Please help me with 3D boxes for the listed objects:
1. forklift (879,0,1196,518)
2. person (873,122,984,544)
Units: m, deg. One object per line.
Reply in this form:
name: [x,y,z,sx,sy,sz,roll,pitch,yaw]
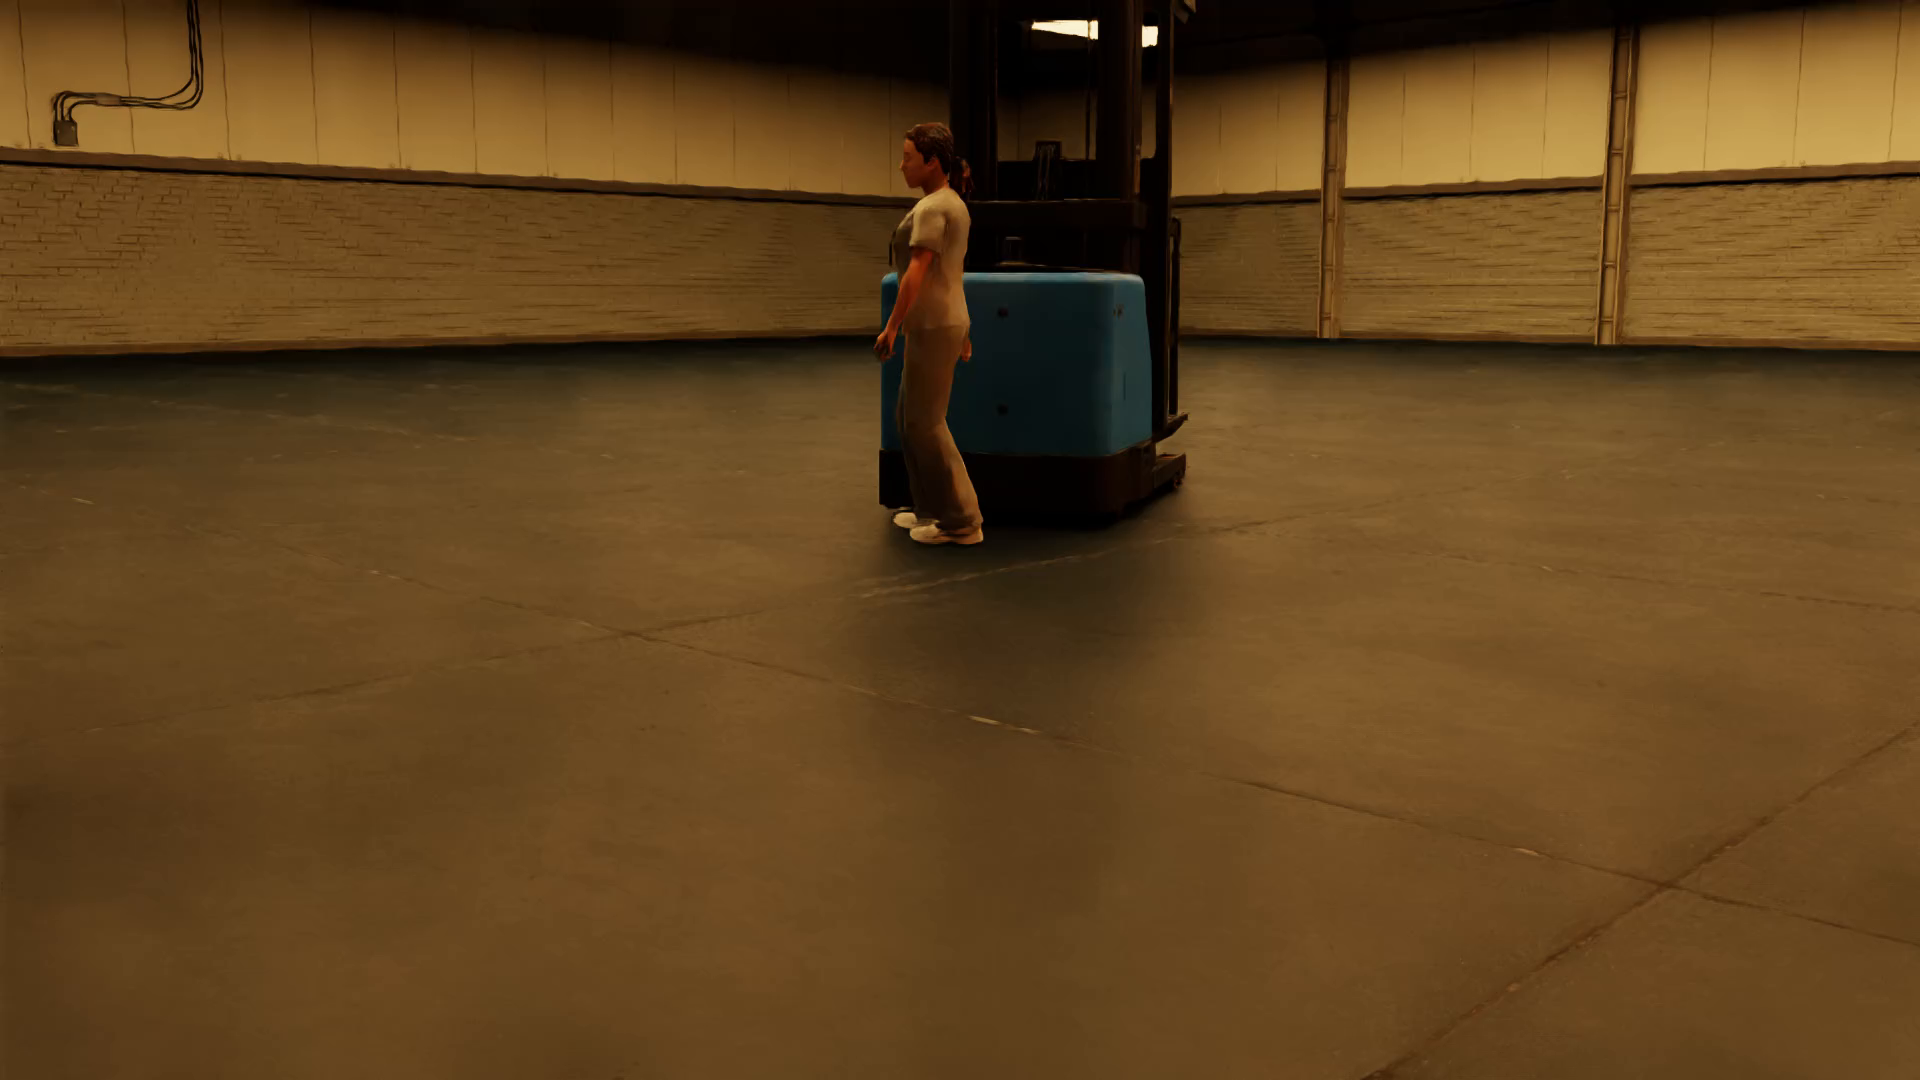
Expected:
forklift: [0.554,-1.725,8.332,1.130,2.935,3.031,3,9,16]
person: [-0.100,-0.810,6.592,0.421,1.654,0.577,1,9,9]
